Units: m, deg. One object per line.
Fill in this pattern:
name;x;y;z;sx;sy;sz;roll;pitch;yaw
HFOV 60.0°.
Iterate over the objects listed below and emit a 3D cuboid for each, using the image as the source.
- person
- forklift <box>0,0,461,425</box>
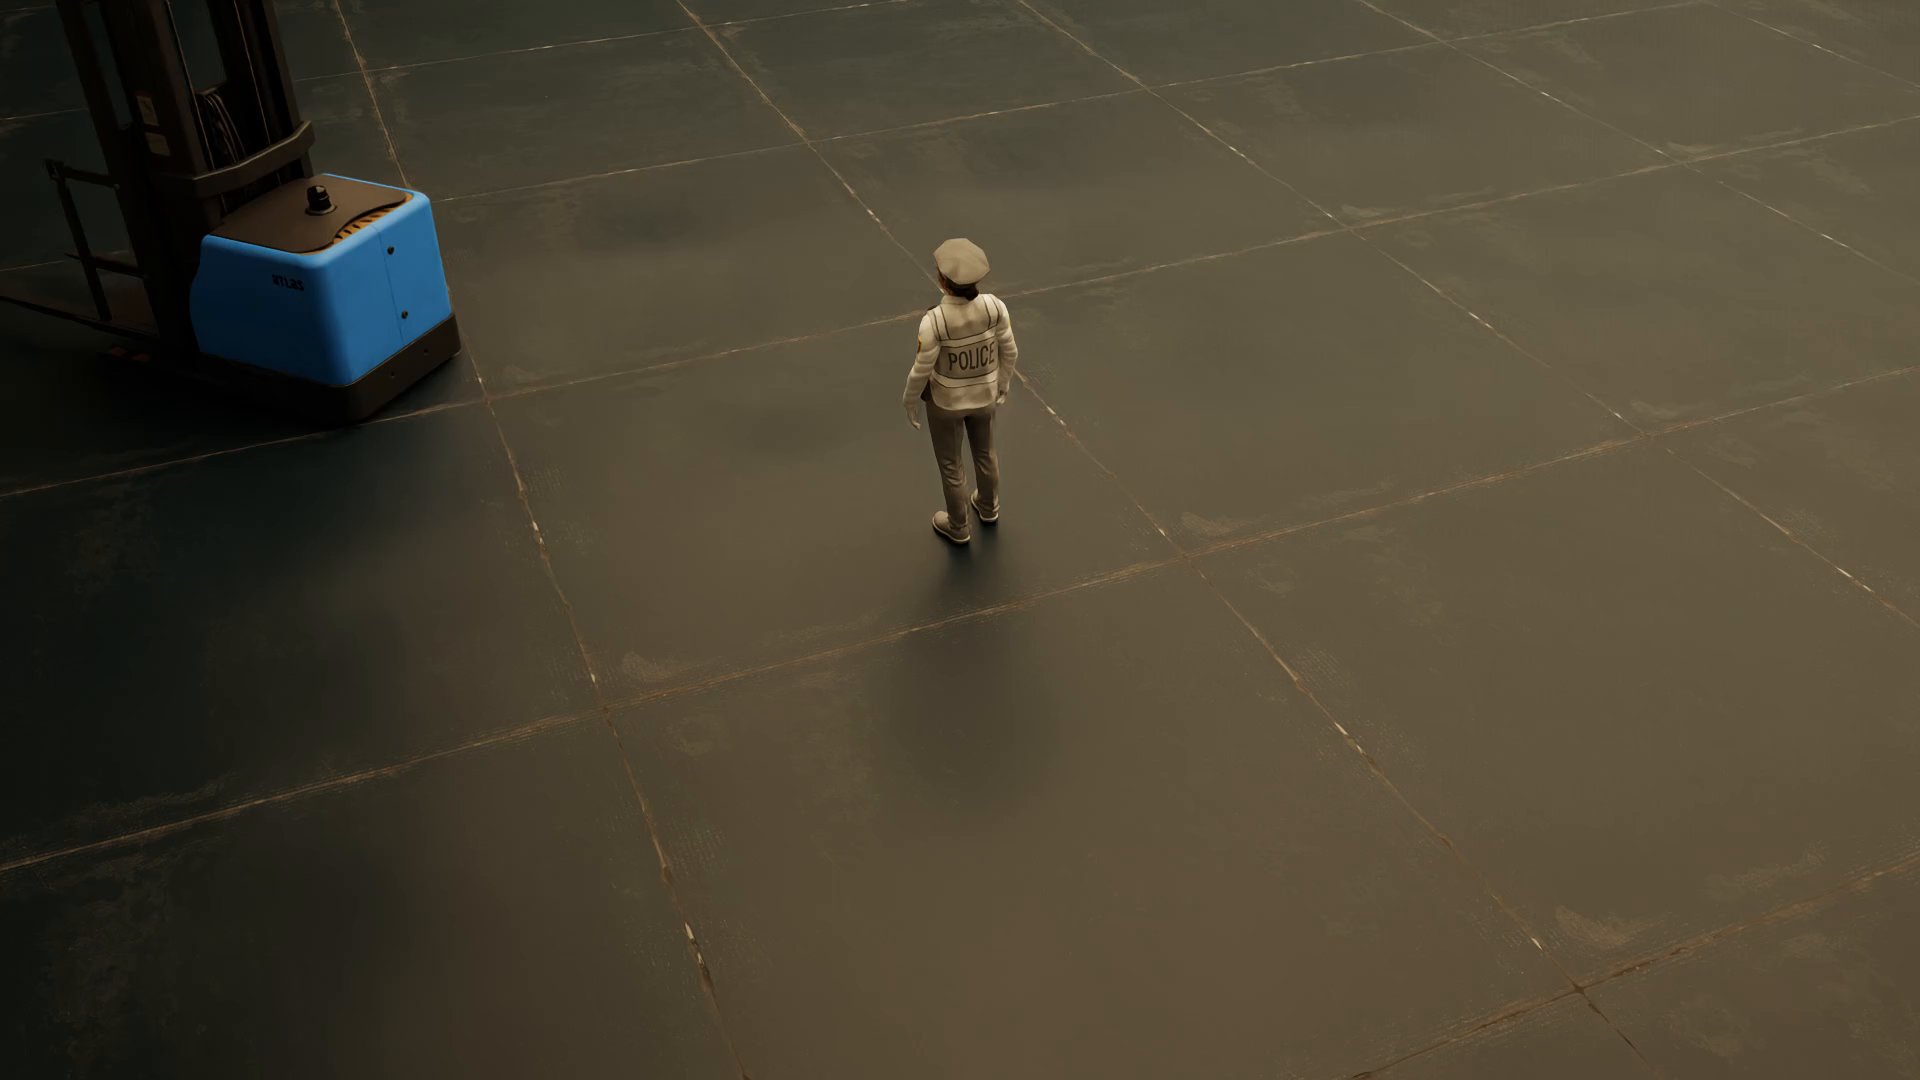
person;-0.020;-0.734;8.185;0.588;1.696;0.533;-14;38;-19
forklift;-4.609;-2.407;9.484;3.031;2.935;1.130;14;38;19
